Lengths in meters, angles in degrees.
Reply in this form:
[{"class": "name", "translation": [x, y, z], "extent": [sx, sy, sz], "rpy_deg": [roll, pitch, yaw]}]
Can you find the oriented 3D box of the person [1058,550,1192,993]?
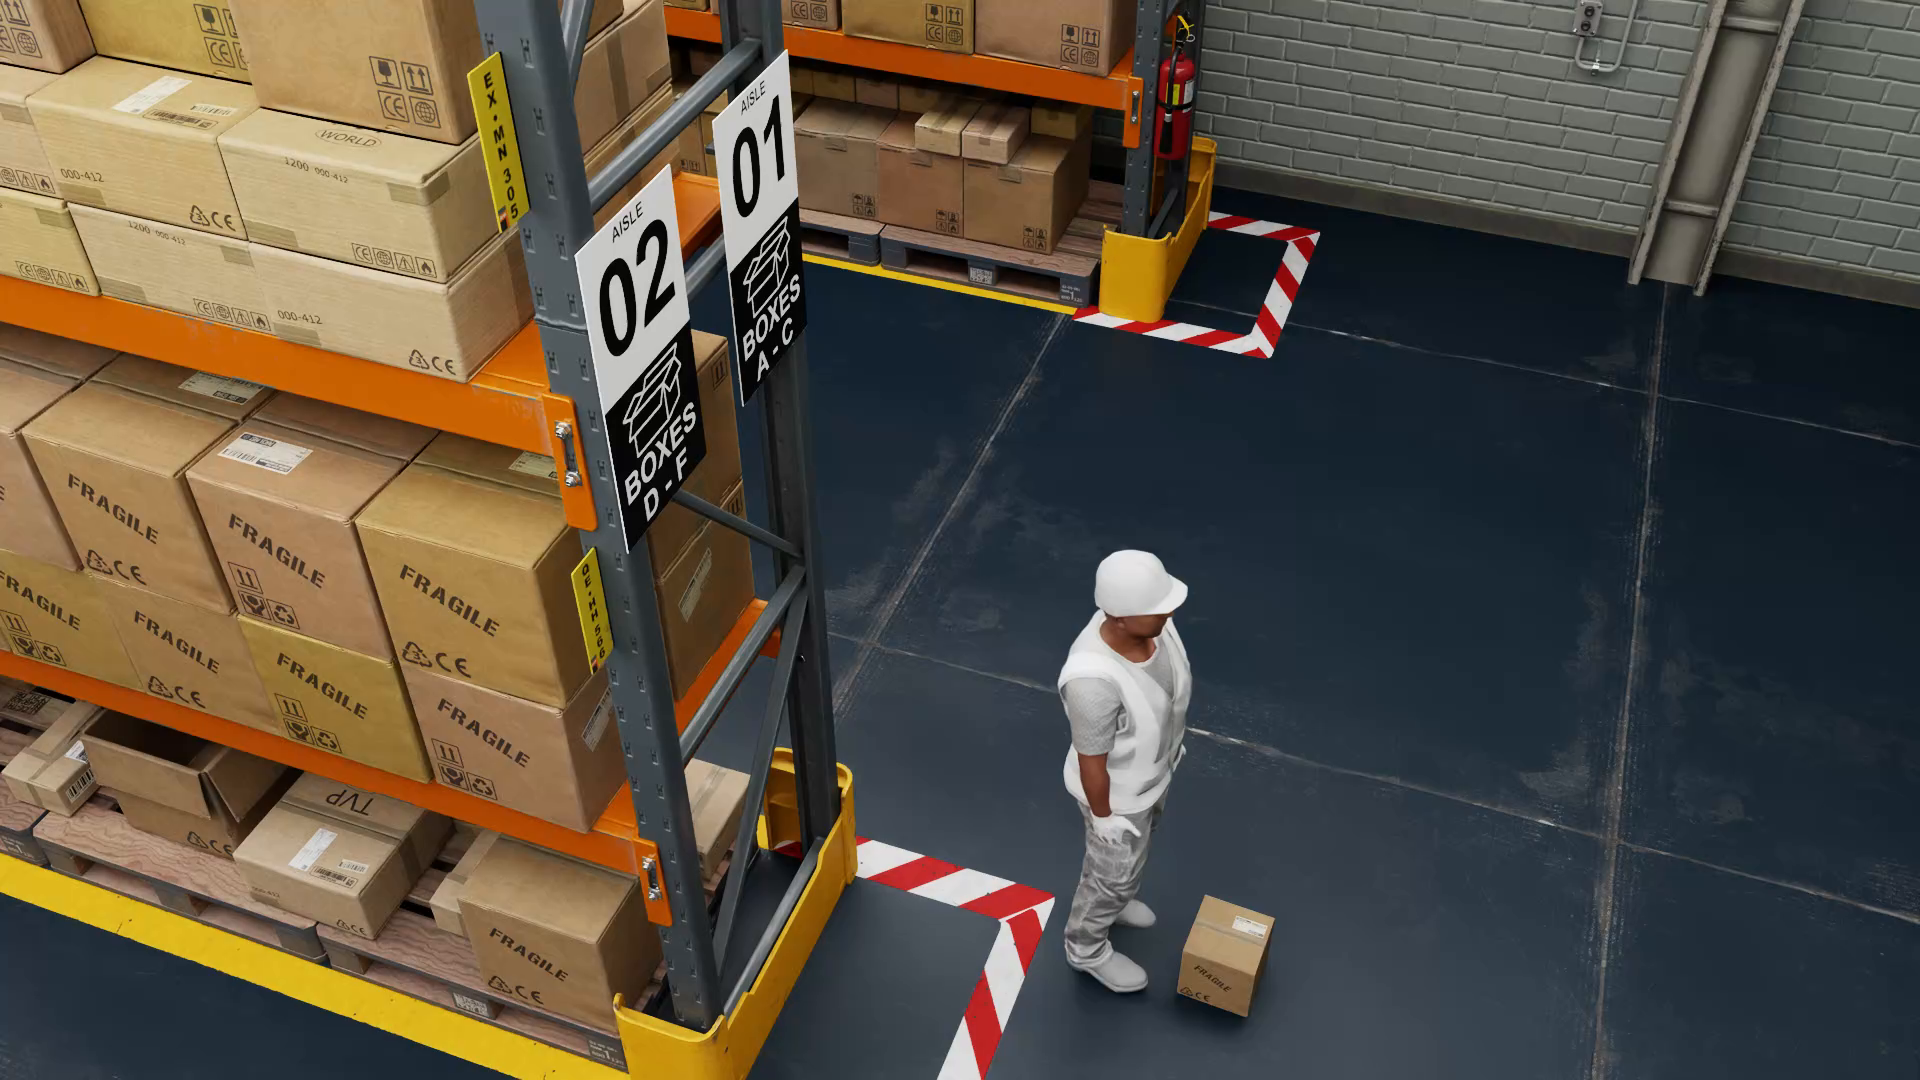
[{"class": "person", "translation": [0.537, 0.736, 5.320], "extent": [0.393, 1.795, 0.549], "rpy_deg": [17, 44, 19]}]
